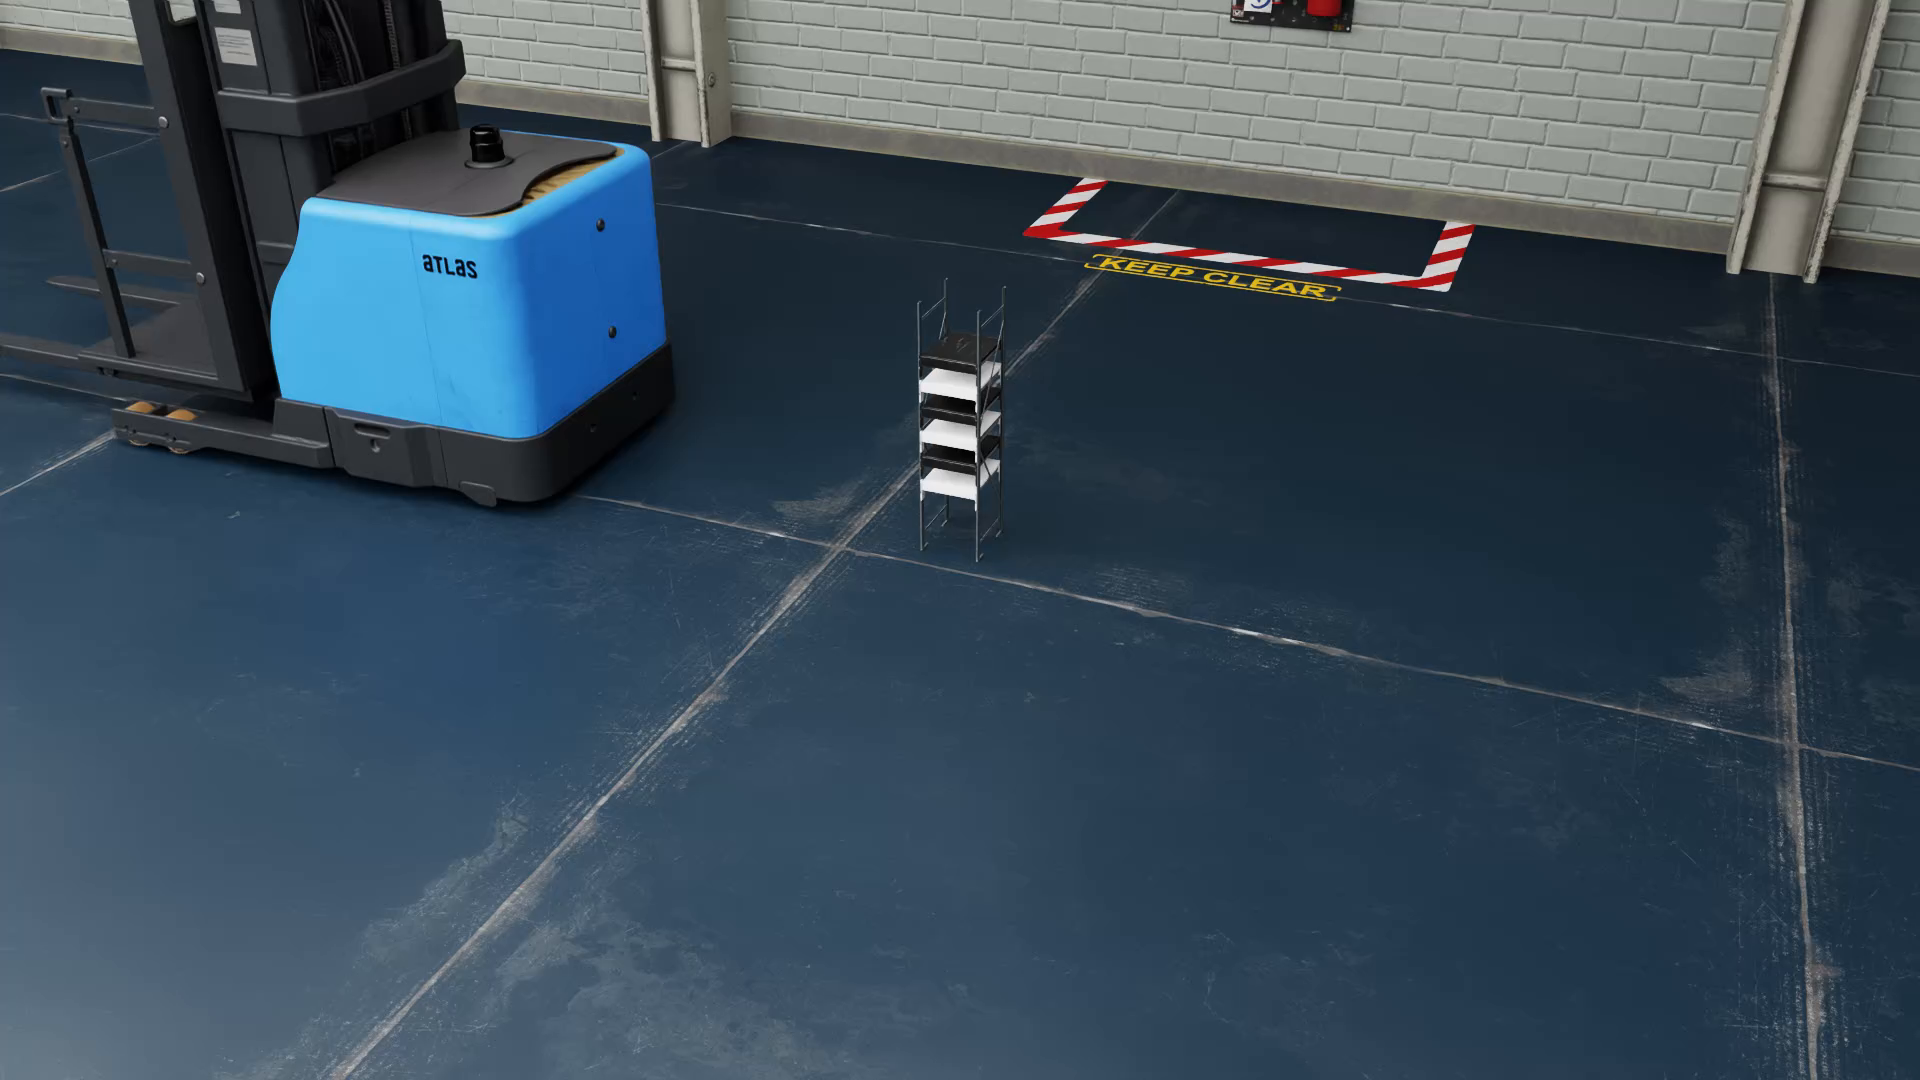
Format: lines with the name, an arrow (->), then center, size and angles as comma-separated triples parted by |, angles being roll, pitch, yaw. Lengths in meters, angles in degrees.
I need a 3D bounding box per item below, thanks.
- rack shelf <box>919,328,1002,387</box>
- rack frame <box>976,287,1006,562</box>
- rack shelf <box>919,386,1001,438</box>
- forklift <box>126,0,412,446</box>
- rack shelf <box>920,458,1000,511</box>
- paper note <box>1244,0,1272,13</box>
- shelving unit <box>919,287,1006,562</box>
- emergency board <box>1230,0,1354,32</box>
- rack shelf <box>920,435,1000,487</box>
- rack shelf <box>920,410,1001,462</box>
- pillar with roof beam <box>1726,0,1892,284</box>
rack shelf -> 0.008, -0.596, 5.409 | 0.200, 0.077, 0.258 | 11, 31, 19
rack frame -> 0.102, -0.371, 5.493 | 0.006, 0.900, 0.240 | 11, 31, 19
rack shelf -> 0.008, -0.440, 5.498 | 0.200, 0.077, 0.258 | 11, 31, 19
forklift -> -2.701, -1.835, 6.018 | 3.031, 2.935, 1.121 | 10, 31, 18
rack shelf -> -7.404, -3.082, 10.924 | 18.464, 0.275, 6.000 | 11, 31, 19
paper note -> 1.533, -2.787, 8.527 | 0.142, 0.148, 0.016 | 11, 31, 19
shelving unit -> -7.401, -3.354, 10.769 | 18.469, 0.900, 6.000 | 11, 31, 19
emergency board -> 1.671, -3.106, 8.197 | 0.643, 1.169, 0.194 | 11, 31, 19
rack shelf -> 0.008, -0.283, 5.587 | 0.200, 0.077, 0.258 | 11, 31, 19
rack shelf -> 0.008, -0.361, 5.542 | 0.200, 0.077, 0.258 | 11, 31, 19
pillar with roof beam -> 2.328, -3.280, 2.408 | 0.400, 9.000, 9.100 | 11, 31, 19
